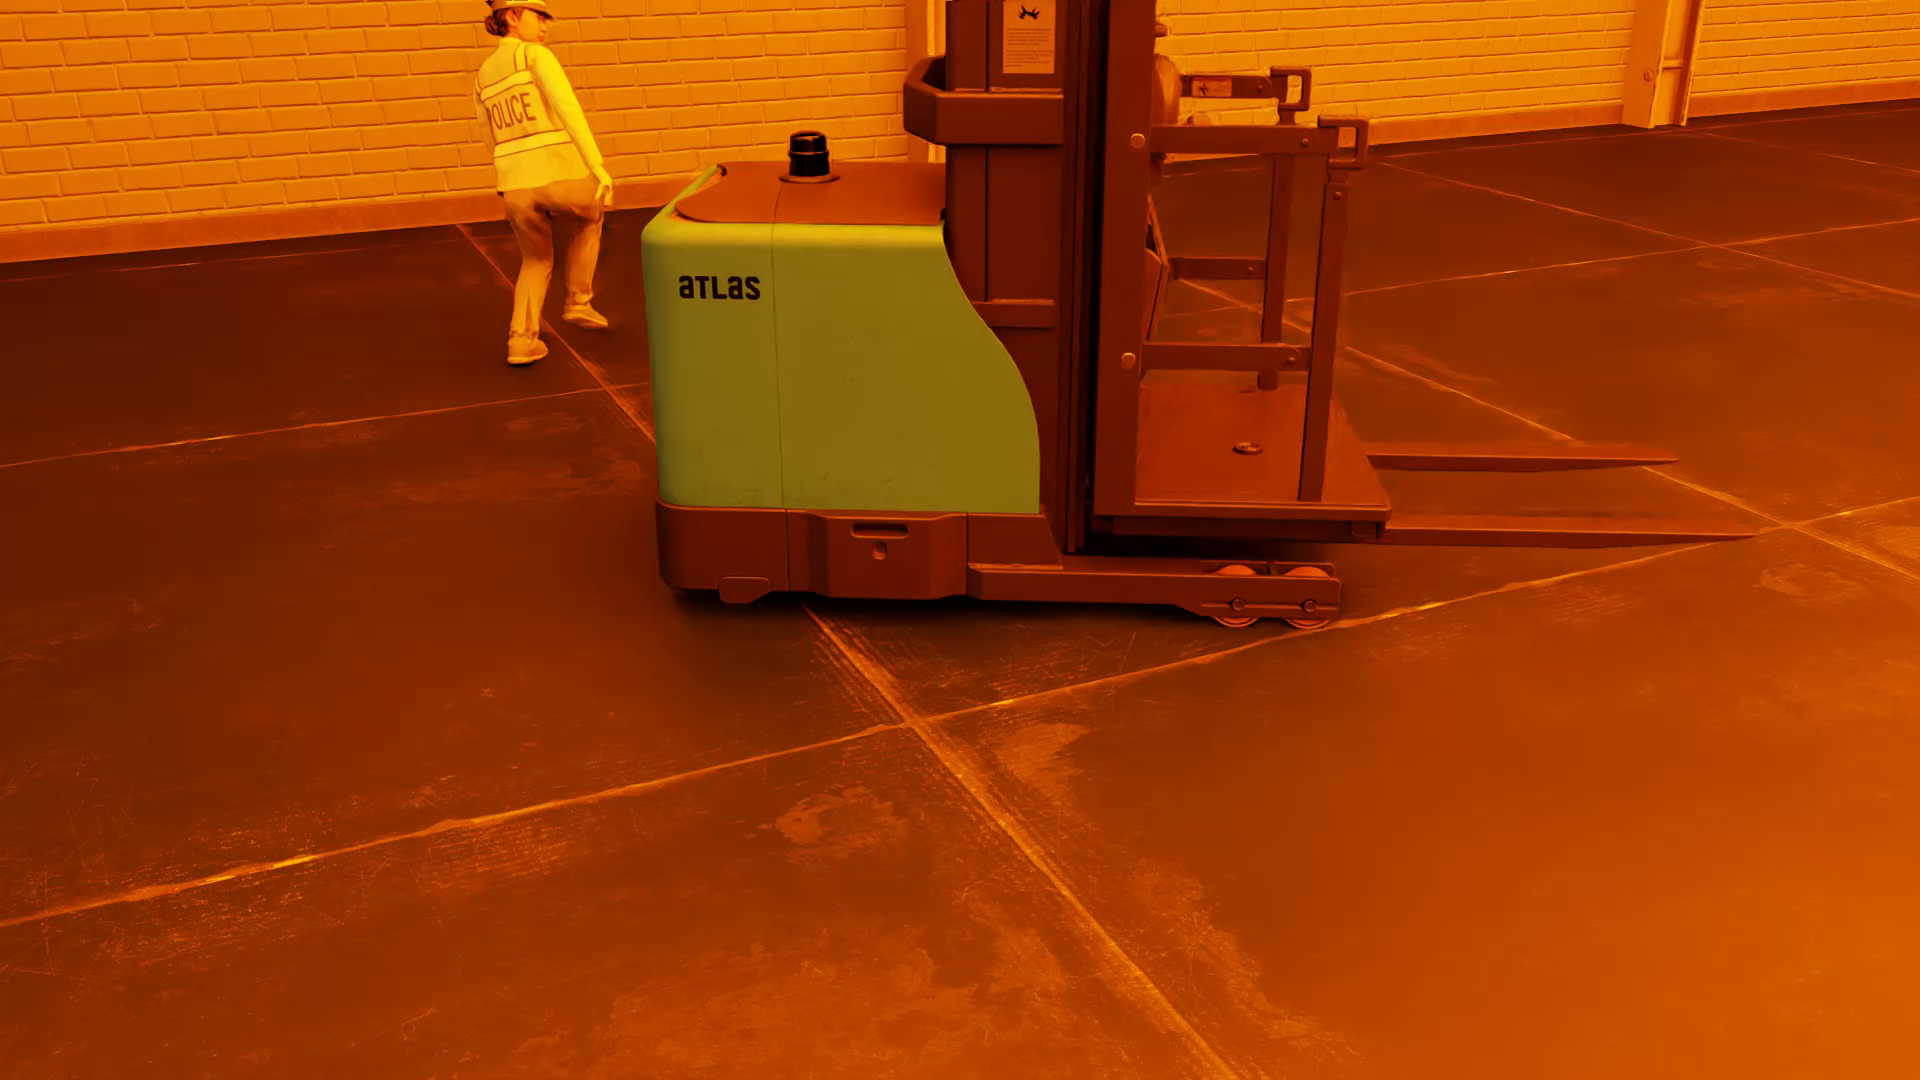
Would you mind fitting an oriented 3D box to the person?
[{"bbox_3d":[-1.616,-1.487,6.767,0.700,1.502,0.727,5,23,12],"label":"person"}]

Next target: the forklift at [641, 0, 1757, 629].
[{"bbox_3d":[0.693,-1.322,4.467,3.031,2.935,1.130,1,23,3],"label":"forklift"}]
